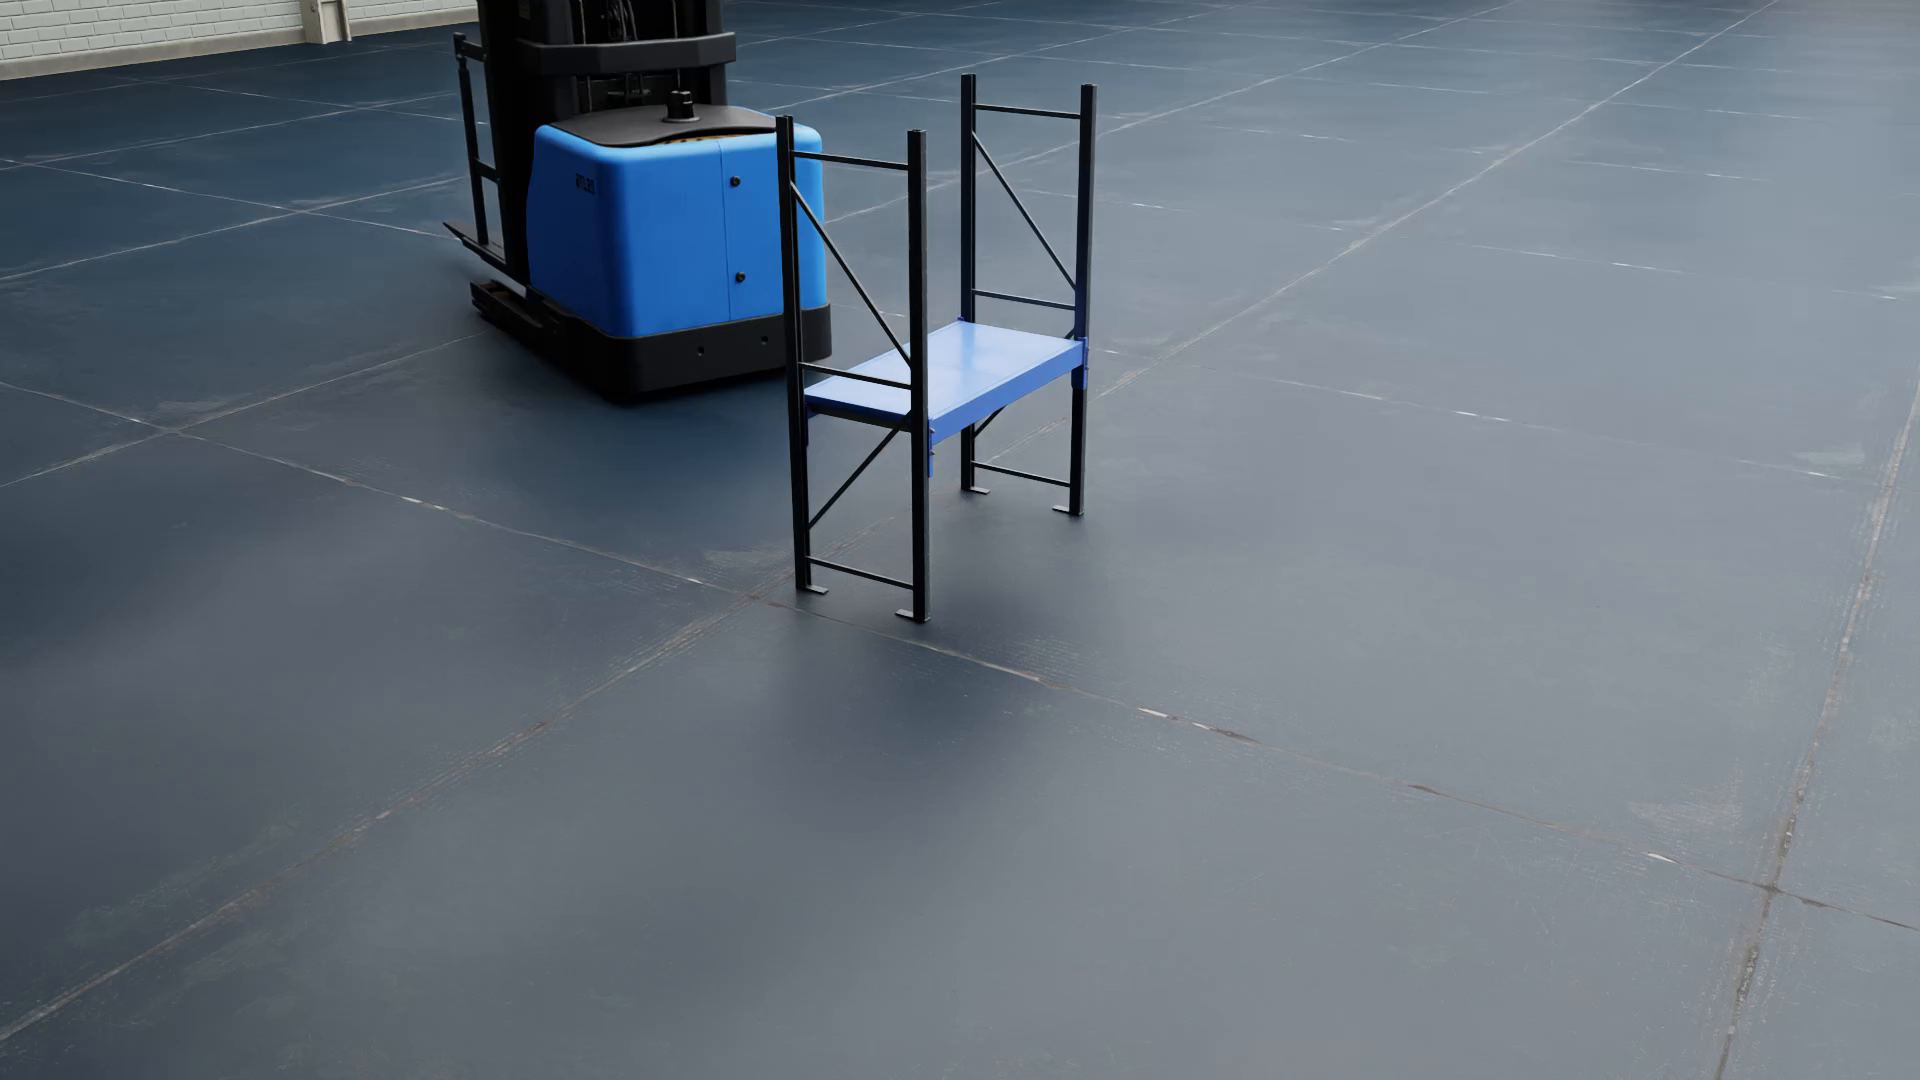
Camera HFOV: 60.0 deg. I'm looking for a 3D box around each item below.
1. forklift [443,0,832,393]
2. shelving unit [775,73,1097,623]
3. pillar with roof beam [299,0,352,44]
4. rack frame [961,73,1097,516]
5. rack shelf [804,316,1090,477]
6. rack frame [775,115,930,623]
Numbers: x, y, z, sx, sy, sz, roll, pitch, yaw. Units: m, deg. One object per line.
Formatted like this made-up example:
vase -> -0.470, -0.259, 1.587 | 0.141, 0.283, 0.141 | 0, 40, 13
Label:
forklift -> -1.798, -2.498, 7.831 | 1.130, 2.935, 3.031 | -14, 27, -30
shelving unit -> -0.045, -0.659, 5.386 | 0.538, 1.500, 1.048 | 14, 27, 29
pillar with roof beam -> -3.453, -8.843, 14.850 | 9.100, 9.000, 0.400 | 14, 27, 29
rack frame -> 0.223, -0.831, 5.782 | 0.500, 1.500, 0.032 | 14, 27, 29
rack shelf -> -0.045, -0.494, 5.457 | 0.538, 0.185, 1.000 | 14, 27, 29
rack frame -> -0.313, -0.488, 4.989 | 0.500, 1.500, 0.032 | 14, 27, 29
